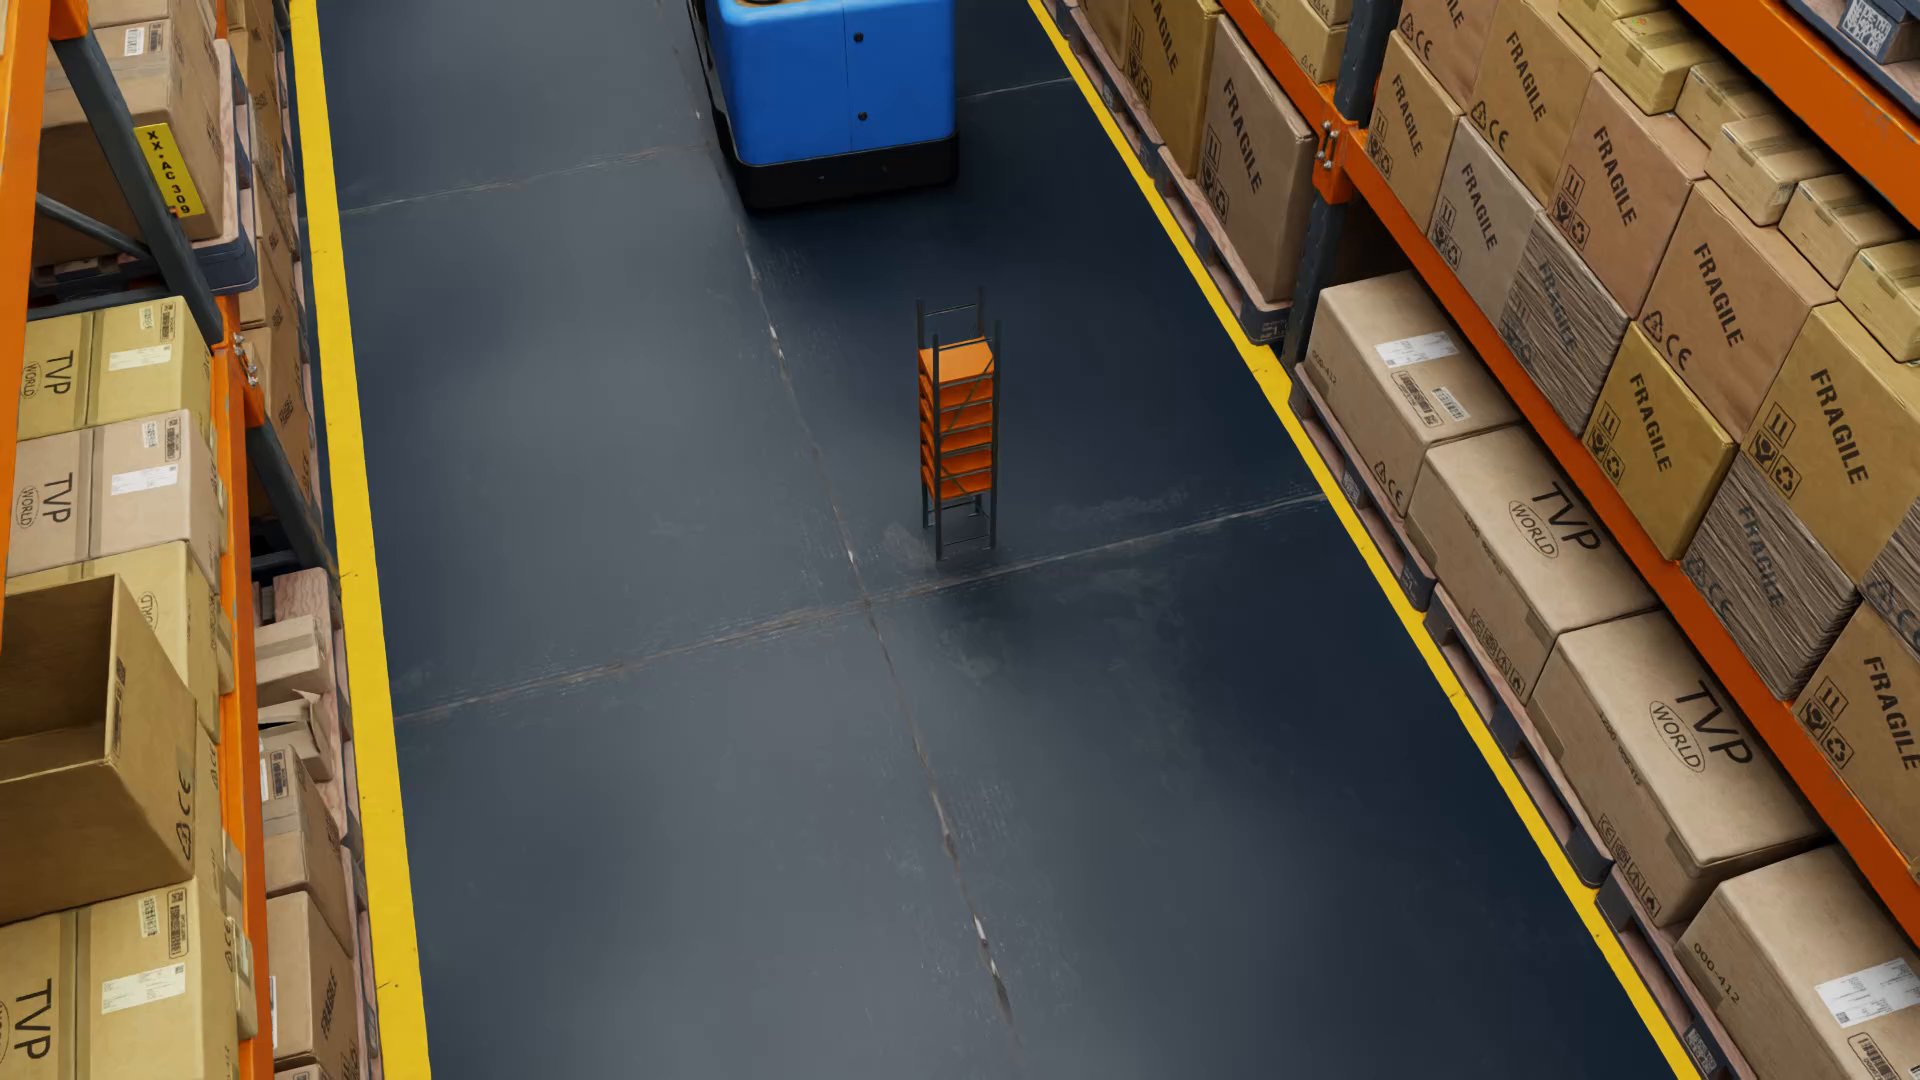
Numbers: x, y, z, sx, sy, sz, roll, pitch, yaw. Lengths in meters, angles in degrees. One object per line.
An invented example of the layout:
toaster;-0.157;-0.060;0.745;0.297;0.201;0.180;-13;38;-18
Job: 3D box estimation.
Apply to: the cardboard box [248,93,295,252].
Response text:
cardboard box;-3.248;-1.551;7.245;0.500;0.500;0.500;-15;51;-12

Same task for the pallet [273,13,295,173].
pallet;-3.861;-2.153;8.217;1.003;0.211;1.213;-13;51;-11

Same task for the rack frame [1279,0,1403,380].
rack frame;1.878;-1.809;6.103;1.000;3.000;0.127;-13;51;-11

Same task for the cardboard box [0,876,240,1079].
cardboard box;-1.859;1.060;3.588;0.500;0.250;0.500;-14;51;-12

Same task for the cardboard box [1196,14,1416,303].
cardboard box;1.618;-1.695;7.121;0.875;0.875;0.875;-12;51;-10

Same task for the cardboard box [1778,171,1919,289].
cardboard box;2.274;-0.784;4.095;0.380;0.149;0.250;-12;51;-10

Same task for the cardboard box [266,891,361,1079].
cardboard box;-2.046;1.397;4.760;0.500;0.500;0.500;-12;51;-10

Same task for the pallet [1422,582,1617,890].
pallet;2.393;0.555;5.934;1.003;0.211;1.213;-13;51;-11

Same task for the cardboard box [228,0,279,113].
cardboard box;-3.577;-2.307;7.883;0.500;0.500;0.500;-14;51;-12

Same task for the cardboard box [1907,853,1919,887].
cardboard box;2.666;0.787;3.849;0.500;0.500;0.500;-13;51;-11

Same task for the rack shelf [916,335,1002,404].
rack shelf;-0.004;-0.601;5.849;0.258;0.103;0.180;-13;51;-11

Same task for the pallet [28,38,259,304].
pallet;-2.994;-1.231;5.741;1.003;0.211;1.213;-13;51;-11

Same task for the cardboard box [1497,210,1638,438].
cardboard box;2.053;-0.706;5.108;0.500;0.500;0.500;-13;51;-11

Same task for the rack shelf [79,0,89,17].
rack shelf;-3.454;-2.880;5.514;1.077;0.370;4.000;-13;51;-11

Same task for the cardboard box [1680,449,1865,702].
cardboard box;2.370;0.044;4.475;0.500;0.500;0.500;-12;51;-10

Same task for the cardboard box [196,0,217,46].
cardboard box;-2.907;-1.878;5.974;0.396;0.266;0.258;-11;51;-9

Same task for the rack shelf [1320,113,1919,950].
rack shelf;2.470;-0.117;5.147;1.077;0.370;4.000;-13;51;-11

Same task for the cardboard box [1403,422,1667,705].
cardboard box;2.227;0.018;5.964;0.875;0.438;0.875;-15;51;-12

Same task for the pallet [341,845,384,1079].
pallet;-2.296;1.609;5.045;1.003;0.211;1.213;-13;51;-11

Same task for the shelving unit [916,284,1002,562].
shelving unit;-0.004;-0.397;6.090;0.258;1.200;0.189;-13;51;-11

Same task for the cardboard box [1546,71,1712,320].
cardboard box;2.072;-1.014;4.713;0.500;0.500;0.500;-12;51;-10

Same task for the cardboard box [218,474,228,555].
cardboard box;-2.329;-0.058;4.791;0.380;0.149;0.250;-12;51;-10

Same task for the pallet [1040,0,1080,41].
pallet;0.856;-3.239;9.132;1.003;0.211;1.213;-13;51;-11

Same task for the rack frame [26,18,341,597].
rack frame;-2.862;-0.684;5.155;1.000;3.000;0.127;-13;51;-11

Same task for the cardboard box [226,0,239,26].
cardboard box;-3.511;-2.446;7.576;0.380;0.149;0.250;-15;51;-12

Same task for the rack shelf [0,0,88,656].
rack shelf;-2.271;0.041;3.051;1.077;0.370;4.000;-13;51;-11

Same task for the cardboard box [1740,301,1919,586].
cardboard box;2.365;-0.278;4.093;0.500;0.500;0.500;-14;51;-11

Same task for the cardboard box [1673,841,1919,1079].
cardboard box;2.770;1.343;4.847;0.875;0.438;0.875;-15;51;-12

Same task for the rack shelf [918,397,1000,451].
rack shelf;-0.004;-0.446;6.032;0.258;0.103;0.180;-13;51;-11

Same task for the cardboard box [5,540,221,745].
cardboard box;-2.182;0.315;4.216;0.500;0.250;0.500;-14;51;-11

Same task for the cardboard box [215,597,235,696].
cardboard box;-2.175;0.320;4.472;0.380;0.149;0.250;-14;51;-12

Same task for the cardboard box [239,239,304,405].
cardboard box;-2.957;-0.805;6.617;0.500;0.500;0.500;-14;51;-11

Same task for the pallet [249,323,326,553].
pallet;-3.139;-0.371;6.715;1.003;0.211;1.213;-13;51;-11

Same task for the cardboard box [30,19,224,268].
cardboard box;-2.792;-1.256;5.296;0.700;0.500;0.500;-12;51;-10

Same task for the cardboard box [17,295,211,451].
cardboard box;-2.479;-0.415;4.831;0.500;0.250;0.500;-12;51;-10

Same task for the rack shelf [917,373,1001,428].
rack shelf;-0.004;-0.523;5.940;0.258;0.103;0.180;-13;51;-11

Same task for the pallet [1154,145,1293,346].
pallet;1.578;-1.457;7.630;1.003;0.211;1.213;-13;51;-11

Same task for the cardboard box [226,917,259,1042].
cardboard box;-1.848;1.064;3.845;0.380;0.149;0.250;-15;51;-12

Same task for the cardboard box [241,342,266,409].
cardboard box;-2.714;-0.545;5.973;0.380;0.149;0.250;-11;51;-9

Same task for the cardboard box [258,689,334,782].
cardboard box;-2.311;0.663;5.533;0.396;0.266;0.258;-12;51;-10

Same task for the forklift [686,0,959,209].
forklift;-0.845;-3.644;7.695;1.130;2.935;3.031;-10;51;-9

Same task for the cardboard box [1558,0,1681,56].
cardboard box;1.946;-1.528;4.722;0.380;0.149;0.250;-14;51;-11

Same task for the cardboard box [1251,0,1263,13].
cardboard box;1.355;-2.404;6.702;0.500;0.250;0.500;-14;51;-11

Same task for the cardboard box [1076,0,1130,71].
cardboard box;1.080;-3.006;8.227;0.875;0.875;0.875;-13;51;-11

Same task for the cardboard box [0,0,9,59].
cardboard box;-2.404;-1.195;3.787;0.380;0.149;0.250;-13;51;-11

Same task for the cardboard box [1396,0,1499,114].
cardboard box;1.788;-1.761;5.343;0.500;0.500;0.500;-13;51;-11

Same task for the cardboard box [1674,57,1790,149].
cardboard box;2.149;-1.162;4.414;0.380;0.149;0.250;-13;51;-11

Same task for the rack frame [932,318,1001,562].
rack frame;0.023;-0.330;6.034;0.240;1.200;0.006;-13;51;-11

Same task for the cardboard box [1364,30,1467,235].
cardboard box;1.767;-1.440;5.726;0.500;0.500;0.500;-12;51;-10
